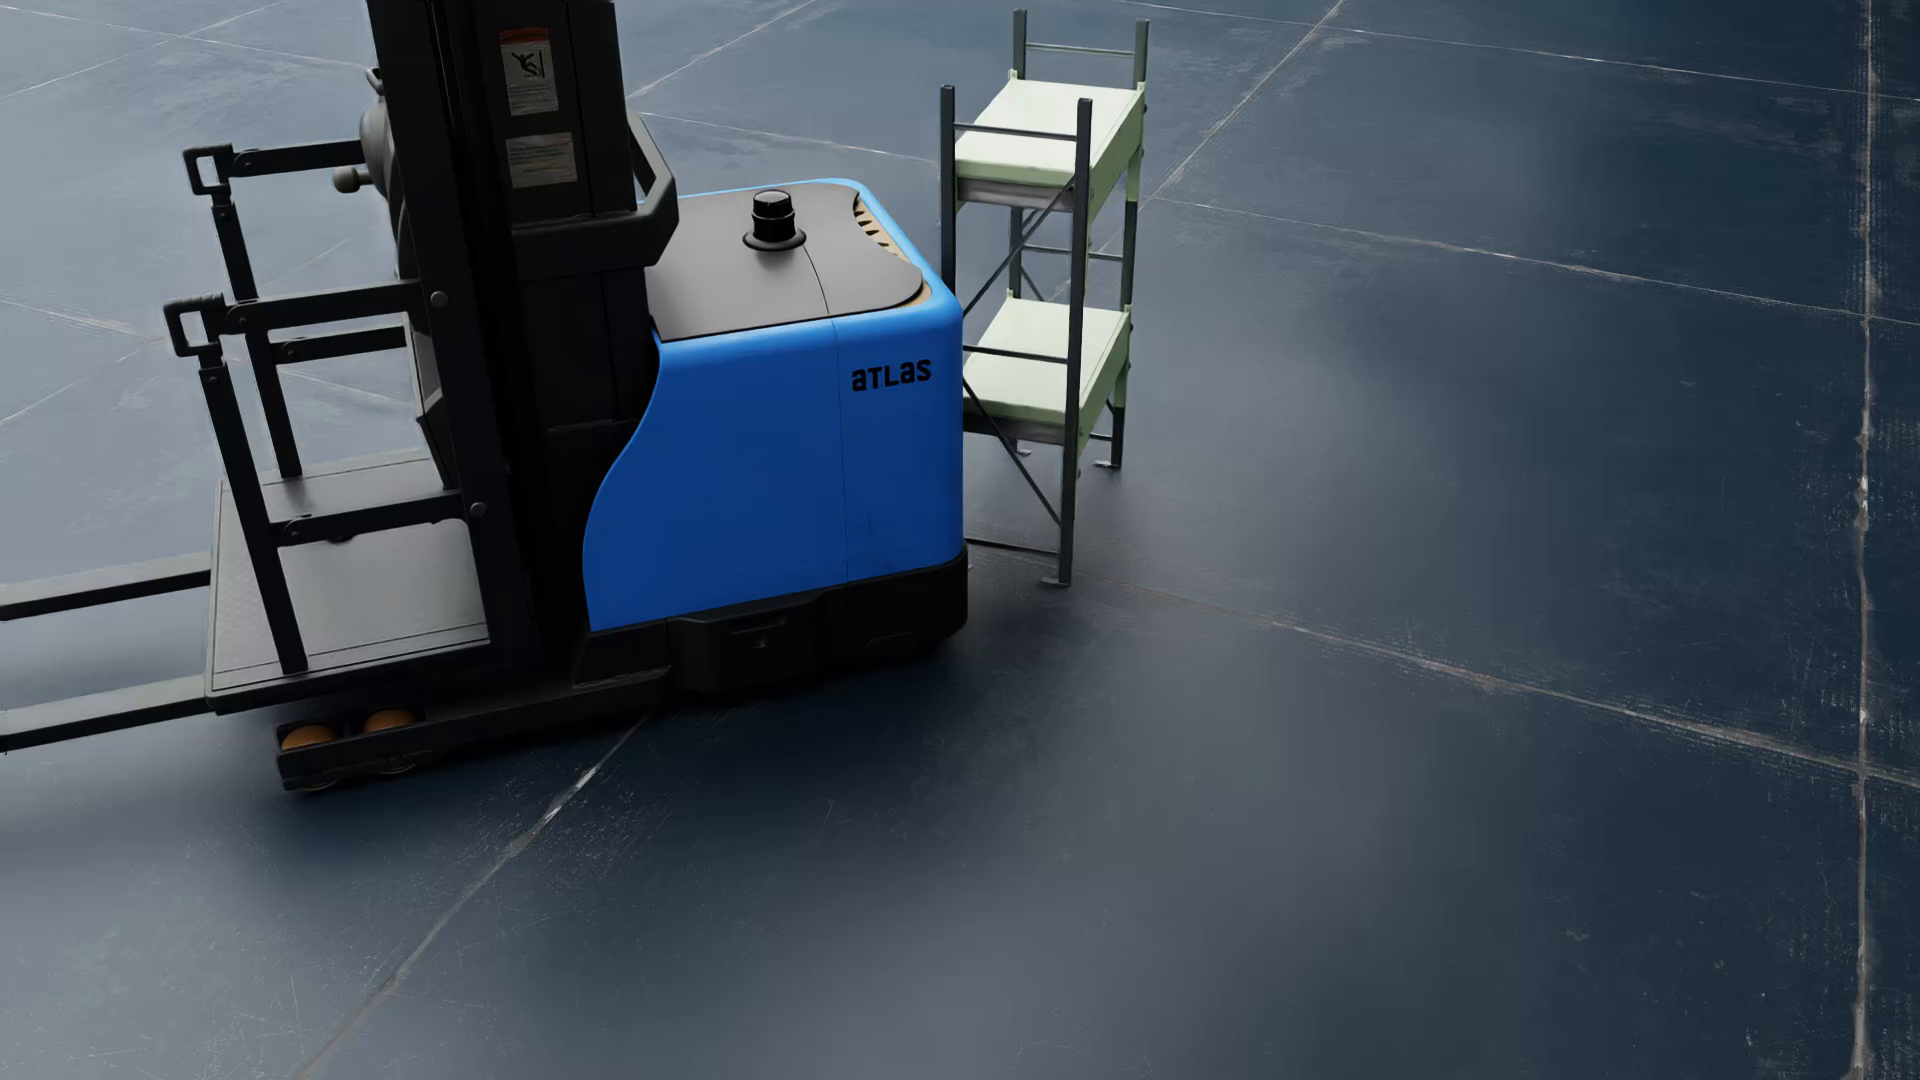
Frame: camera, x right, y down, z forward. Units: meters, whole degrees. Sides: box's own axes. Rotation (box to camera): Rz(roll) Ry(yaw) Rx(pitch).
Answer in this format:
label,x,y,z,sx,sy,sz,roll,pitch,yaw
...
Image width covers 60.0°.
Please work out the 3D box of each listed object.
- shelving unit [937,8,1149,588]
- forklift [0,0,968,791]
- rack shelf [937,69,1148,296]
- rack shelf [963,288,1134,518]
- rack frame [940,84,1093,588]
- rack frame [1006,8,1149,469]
label,x,y,z,sx,sy,sz,roll,pitch,yaw
shelving unit,0.248,-0.712,4.968,0.431,1.500,0.755,9,34,14
forklift,-1.552,-0.910,3.964,3.031,2.935,1.130,-11,35,-16
rack shelf,0.248,-1.038,4.754,0.431,0.370,0.720,9,34,14
rack shelf,0.248,-0.439,5.147,0.431,0.370,0.720,9,34,14
rack frame,0.143,-0.520,4.675,0.400,1.500,0.023,9,34,14
rack frame,0.353,-0.904,5.261,0.400,1.500,0.023,9,34,14
